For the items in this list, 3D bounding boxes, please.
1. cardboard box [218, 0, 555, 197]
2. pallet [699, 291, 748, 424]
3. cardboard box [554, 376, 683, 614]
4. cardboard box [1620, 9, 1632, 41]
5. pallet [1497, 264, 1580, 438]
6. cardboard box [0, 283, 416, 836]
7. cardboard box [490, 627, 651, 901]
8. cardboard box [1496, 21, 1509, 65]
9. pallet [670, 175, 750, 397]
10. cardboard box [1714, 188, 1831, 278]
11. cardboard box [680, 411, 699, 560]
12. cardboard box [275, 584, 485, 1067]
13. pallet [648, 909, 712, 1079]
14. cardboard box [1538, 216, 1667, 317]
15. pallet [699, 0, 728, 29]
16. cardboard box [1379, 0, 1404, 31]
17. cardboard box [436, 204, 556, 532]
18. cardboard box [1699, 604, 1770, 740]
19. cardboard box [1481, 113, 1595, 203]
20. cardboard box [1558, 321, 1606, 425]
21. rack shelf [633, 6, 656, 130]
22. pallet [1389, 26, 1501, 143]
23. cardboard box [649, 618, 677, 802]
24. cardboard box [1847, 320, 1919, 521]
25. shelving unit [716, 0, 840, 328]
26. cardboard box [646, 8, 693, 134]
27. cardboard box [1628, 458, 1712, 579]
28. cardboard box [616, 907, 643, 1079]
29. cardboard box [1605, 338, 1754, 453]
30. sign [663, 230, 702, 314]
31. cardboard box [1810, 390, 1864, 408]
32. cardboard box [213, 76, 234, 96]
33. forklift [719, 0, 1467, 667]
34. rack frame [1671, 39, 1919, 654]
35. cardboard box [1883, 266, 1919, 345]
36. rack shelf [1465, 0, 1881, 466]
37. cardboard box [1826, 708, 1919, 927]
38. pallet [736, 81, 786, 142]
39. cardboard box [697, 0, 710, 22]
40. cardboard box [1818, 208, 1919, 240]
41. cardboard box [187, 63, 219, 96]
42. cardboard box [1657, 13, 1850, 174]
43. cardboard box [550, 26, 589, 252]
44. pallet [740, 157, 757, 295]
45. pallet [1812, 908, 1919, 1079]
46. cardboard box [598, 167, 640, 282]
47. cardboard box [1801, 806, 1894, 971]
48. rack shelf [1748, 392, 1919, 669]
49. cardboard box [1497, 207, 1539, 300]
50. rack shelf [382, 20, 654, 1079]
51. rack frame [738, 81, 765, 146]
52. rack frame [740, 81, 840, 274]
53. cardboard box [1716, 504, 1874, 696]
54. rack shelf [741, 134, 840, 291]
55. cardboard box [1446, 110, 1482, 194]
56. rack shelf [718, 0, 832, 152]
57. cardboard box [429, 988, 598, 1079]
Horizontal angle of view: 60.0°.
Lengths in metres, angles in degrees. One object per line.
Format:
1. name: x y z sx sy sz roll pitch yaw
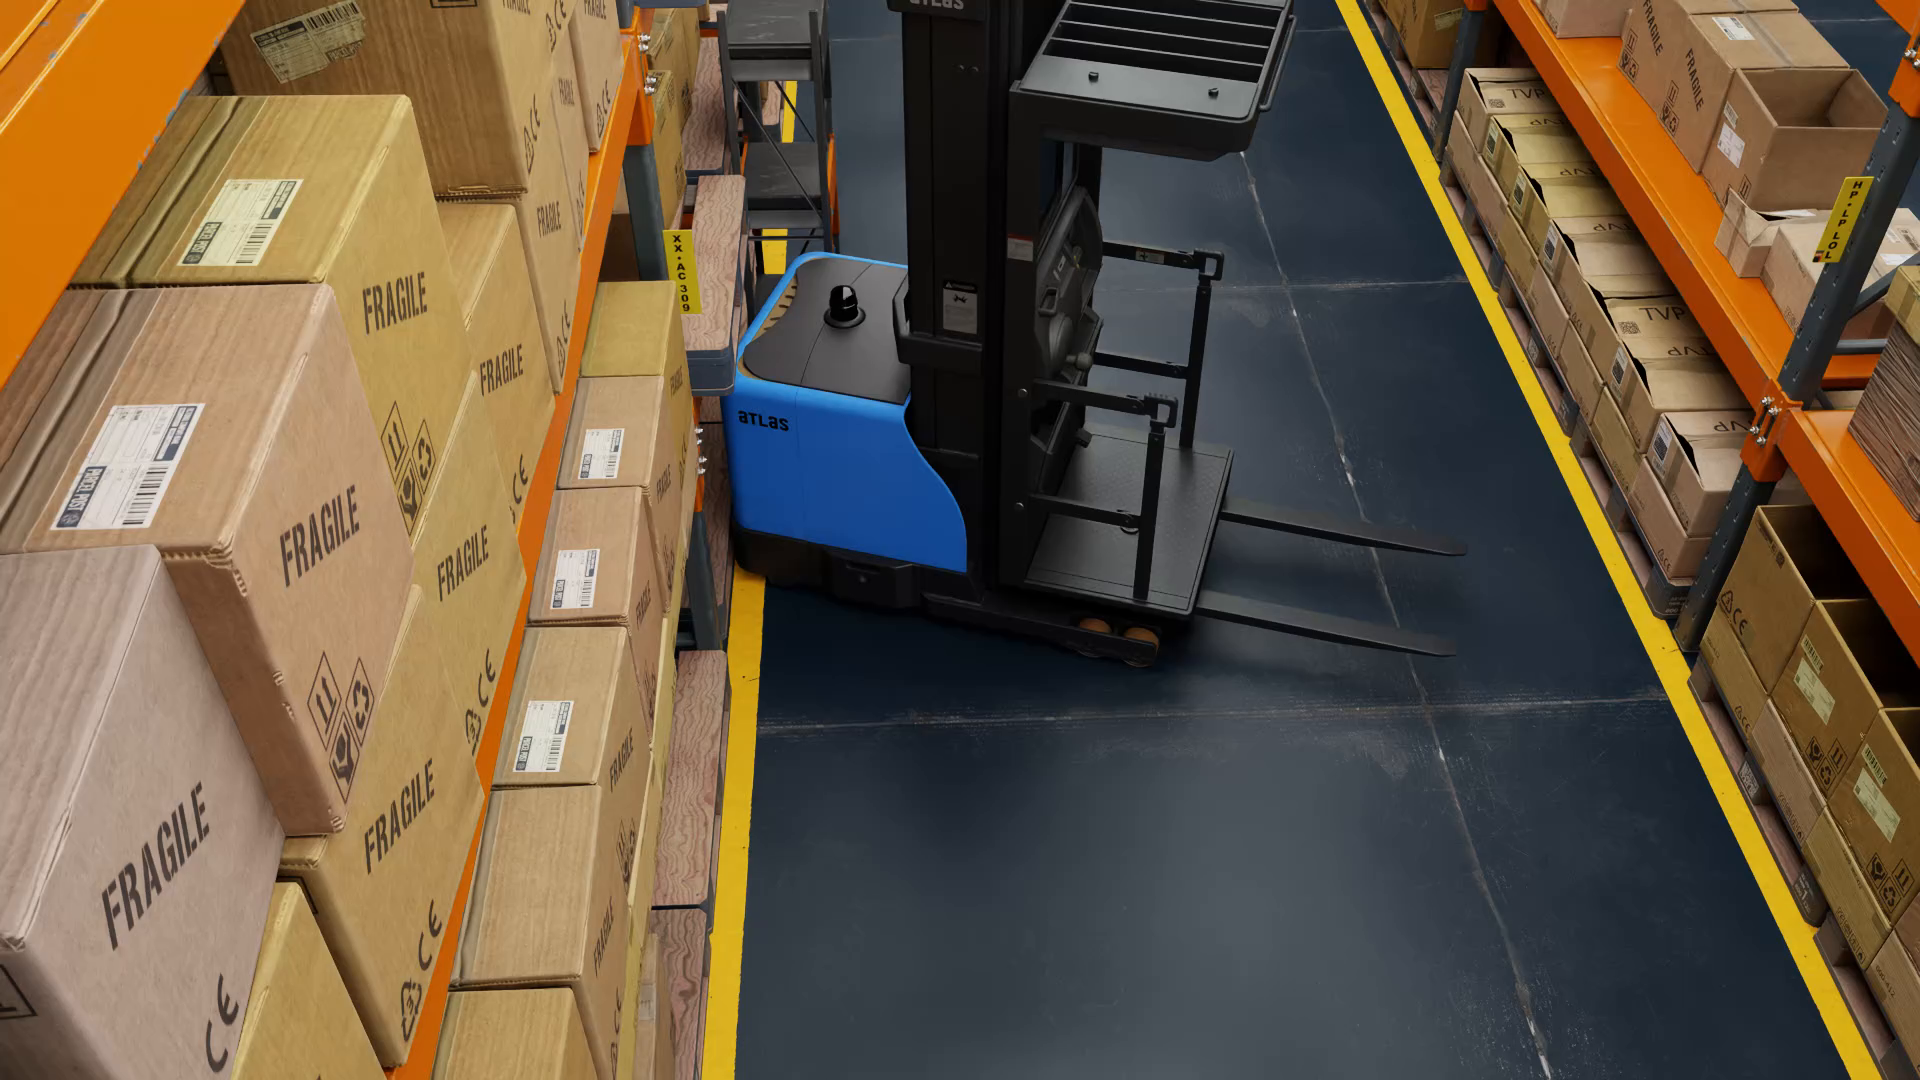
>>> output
1. cardboard box: -1.105 -1.011 3.234 0.500 0.500 0.500 -3 43 -3
2. pallet: -1.552 -0.868 8.190 1.003 0.211 1.213 -2 43 -2
3. cardboard box: -1.107 -0.126 4.859 0.500 0.500 0.500 -2 43 -2
4. cardboard box: 3.426 -2.438 8.025 0.380 0.149 0.250 1 43 1
5. pallet: 3.361 -0.983 8.316 1.003 0.211 1.213 -2 43 -2
6. cardboard box: -1.038 0.030 2.098 0.500 0.500 0.500 -2 43 -2
7. cardboard box: -1.074 0.565 4.104 0.500 0.500 0.500 0 43 0
8. cardboard box: 3.554 -3.299 10.303 0.500 0.500 0.500 -3 43 -3
9. pallet: -1.350 -0.994 6.406 1.003 0.211 1.213 -2 43 -2
10. cardboard box: 3.265 -1.228 6.619 0.396 0.266 0.258 -3 43 -3
11. cardboard box: -1.140 -0.186 5.478 0.500 0.250 0.500 -2 43 -2
12. cardboard box: -1.045 0.409 2.425 0.500 0.500 0.500 1 43 1
13. pallet: -1.344 1.761 5.322 1.003 0.211 1.213 -2 43 -2
14. cardboard box: 3.117 -1.330 7.940 0.500 0.311 0.500 -2 43 -2
15. pallet: -1.496 -2.696 8.263 1.213 0.211 1.003 -2 43 -2
16. cardboard box: 3.020 -3.604 10.636 0.500 0.500 0.500 -3 43 -3
17. cardboard box: -1.115 -0.302 3.201 0.500 0.500 0.500 1 43 1
18. cardboard box: 3.203 0.491 6.368 0.500 0.250 0.500 -2 43 -2
19. cardboard box: 3.076 -2.021 8.694 0.500 0.311 0.500 -3 43 -3
20. cardboard box: 3.137 -0.789 7.765 0.500 0.250 0.500 -1 43 -1
21. rack shelf: -1.548 -2.735 6.476 1.077 0.370 4.000 -2 43 -2
22. pallet: 3.322 -2.867 10.371 1.003 0.211 1.213 -2 43 -2
23. cardboard box: -1.091 0.490 4.741 0.500 0.250 0.500 -2 43 -2
24. cardboard box: 3.511 -0.427 5.571 0.700 0.500 0.500 -3 43 -3
25. shelving unit: -0.767 -1.482 7.463 0.431 2.100 0.503 -1 43 -1
26. cardboard box: -1.526 -1.909 6.863 0.700 0.500 0.500 4 43 4
27. cardboard box: 3.179 -0.102 7.015 0.500 0.250 0.500 -2 43 -2
28. cardboard box: -1.049 1.171 3.999 0.500 0.250 0.500 -2 43 -2
29. cardboard box: 3.154 -0.653 7.202 0.500 0.311 0.500 -1 43 -1
30. sign: -0.921 -0.884 5.504 0.100 0.325 0.005 -2 43 -2
31. cardboard box: 3.701 -0.661 7.210 0.500 0.311 0.500 -2 43 -2
32. cardboard box: -1.632 -0.652 3.583 0.500 0.500 0.500 -2 43 -2
33. forklift: 0.602 -0.962 6.280 3.031 2.935 1.130 11 44 12
34. rack frame: 3.486 -0.689 5.932 1.000 3.000 0.127 -2 43 -2
35. cardboard box: 3.304 -0.778 5.475 0.380 0.149 0.250 -2 43 -2
36. rack shelf: 3.401 -1.774 7.648 1.077 0.370 4.000 -2 43 -2
37. cardboard box: 3.235 0.890 5.378 0.500 0.500 0.500 -2 43 -2
38. pallet: -1.591 -2.751 10.245 1.003 0.211 1.213 -2 43 -2
39. cardboard box: -1.552 -2.750 7.781 0.700 0.500 0.500 -5 43 -6
40. cardboard box: 3.653 -1.201 6.676 0.380 0.149 0.250 -2 43 -2
41. cardboard box: -1.620 -0.688 2.881 0.500 0.500 0.500 -2 43 -2
42. cardboard box: 3.426 -1.939 7.221 0.500 0.500 0.500 -2 43 -2
43. cardboard box: -1.186 -1.019 3.983 0.500 0.500 0.500 -5 43 -5
44. pallet: -1.601 -1.689 9.087 1.003 0.211 1.213 -2 43 -2
45. pallet: 3.533 1.702 5.386 1.003 0.211 1.213 -2 43 -2
46. cardboard box: -1.451 -1.088 5.967 0.700 0.500 0.500 -2 43 -2
47. cardboard box: 3.235 1.167 5.631 0.500 0.250 0.500 -2 43 -2
48. rack shelf: 3.571 0.926 4.702 1.077 0.370 4.000 -2 43 -2
49. cardboard box: 3.095 -1.479 8.517 0.500 0.250 0.500 -3 43 -3
50. rack shelf: -1.378 -0.035 3.530 1.077 0.370 4.000 -2 43 -2
51. rack frame: -1.633 -3.245 8.720 1.000 3.000 0.127 -2 43 -2
52. rack frame: -0.771 -1.647 7.643 0.400 2.100 0.015 -1 43 -1
53. cardboard box: 3.193 0.215 6.114 0.500 0.500 0.500 -2 43 -2
54. rack shelf: -0.767 -1.472 7.472 0.431 0.518 0.480 -1 43 -1
55. cardboard box: 3.045 -2.169 9.270 0.500 0.250 0.500 -2 43 -2
56. rack shelf: -0.768 -1.988 6.999 0.431 0.518 0.480 -1 43 -1
57. cardboard box: -1.024 1.262 3.344 0.500 0.500 0.500 -2 43 -2
